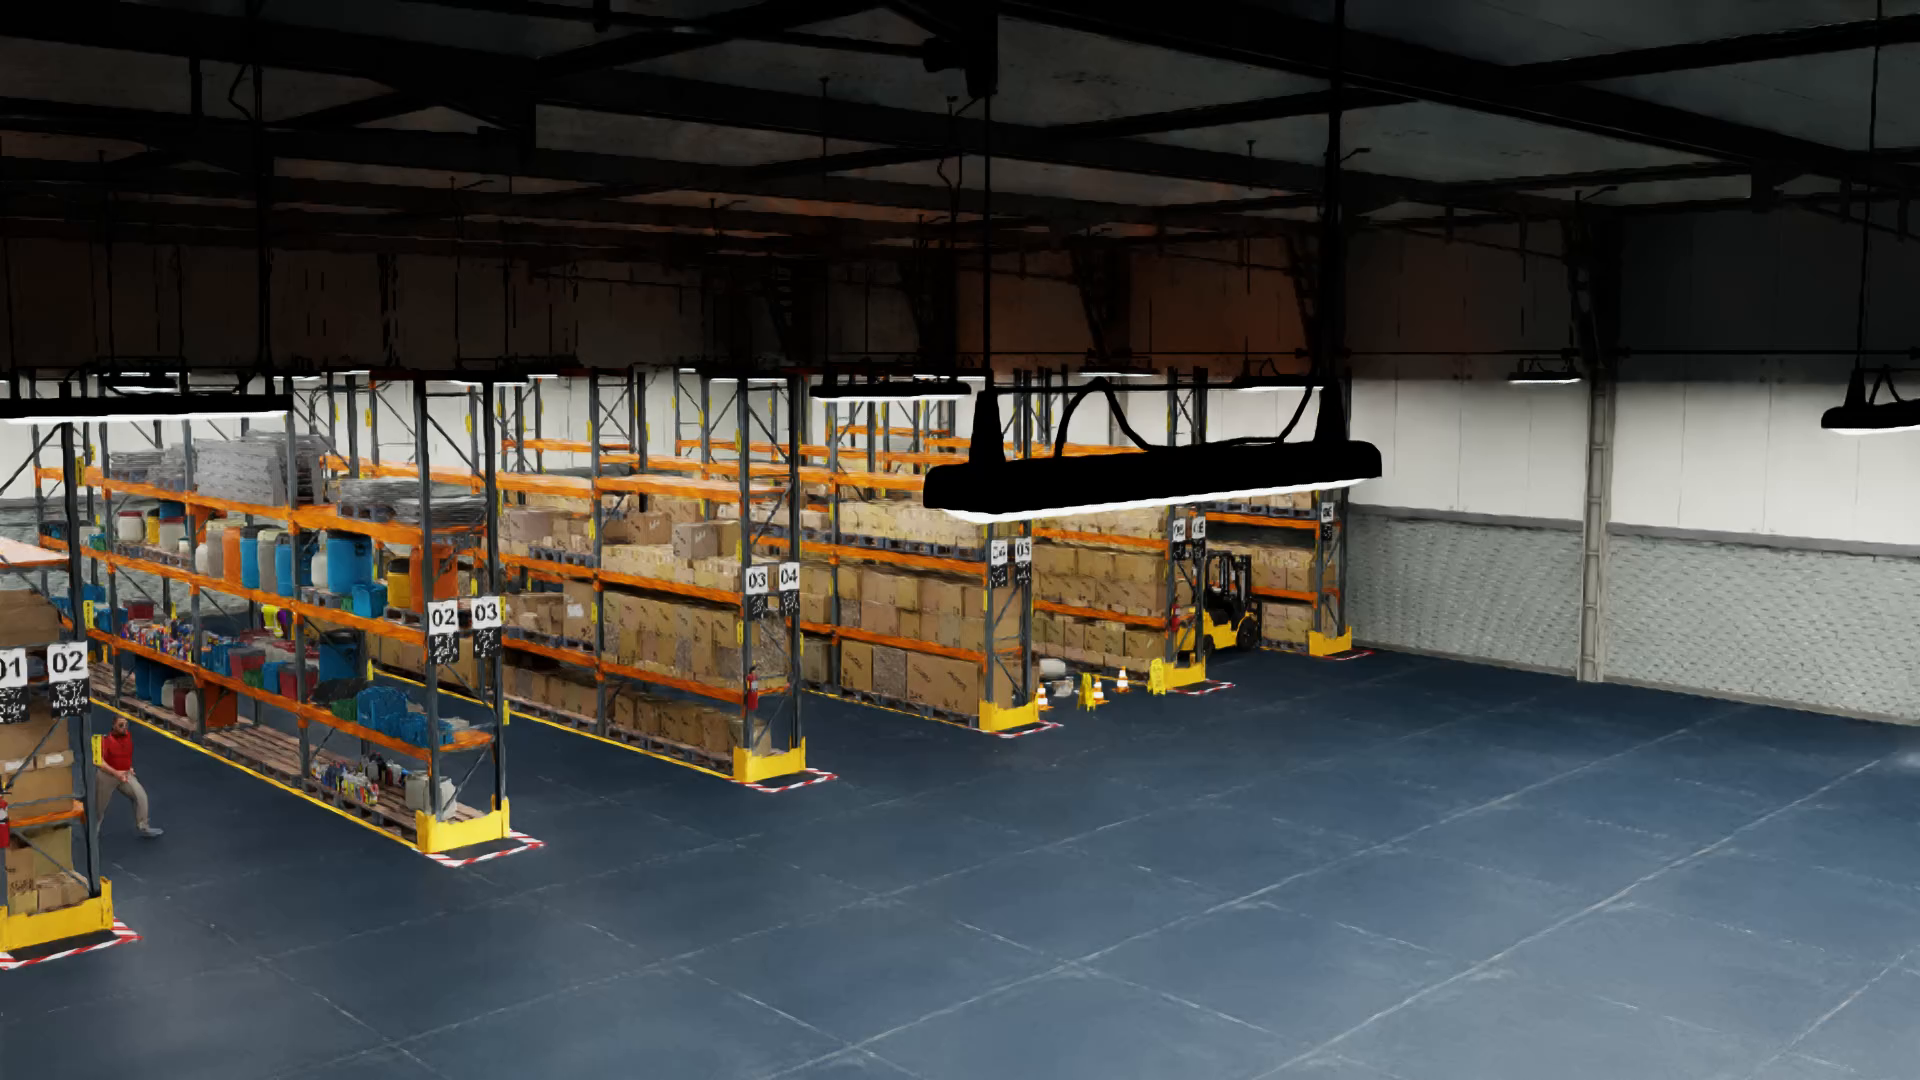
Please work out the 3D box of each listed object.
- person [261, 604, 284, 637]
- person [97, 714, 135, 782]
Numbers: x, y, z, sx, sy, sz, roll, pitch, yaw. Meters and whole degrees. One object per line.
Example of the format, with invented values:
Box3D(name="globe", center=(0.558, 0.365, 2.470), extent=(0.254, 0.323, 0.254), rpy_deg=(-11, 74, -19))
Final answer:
Box3D(name="person", center=(-13.122, 1.392, 31.815), extent=(0.468, 0.868, 0.348), rpy_deg=(3, 7, 24))
Box3D(name="person", center=(-10.838, 2.724, 21.461), extent=(0.579, 0.956, 0.655), rpy_deg=(3, 7, 27))
